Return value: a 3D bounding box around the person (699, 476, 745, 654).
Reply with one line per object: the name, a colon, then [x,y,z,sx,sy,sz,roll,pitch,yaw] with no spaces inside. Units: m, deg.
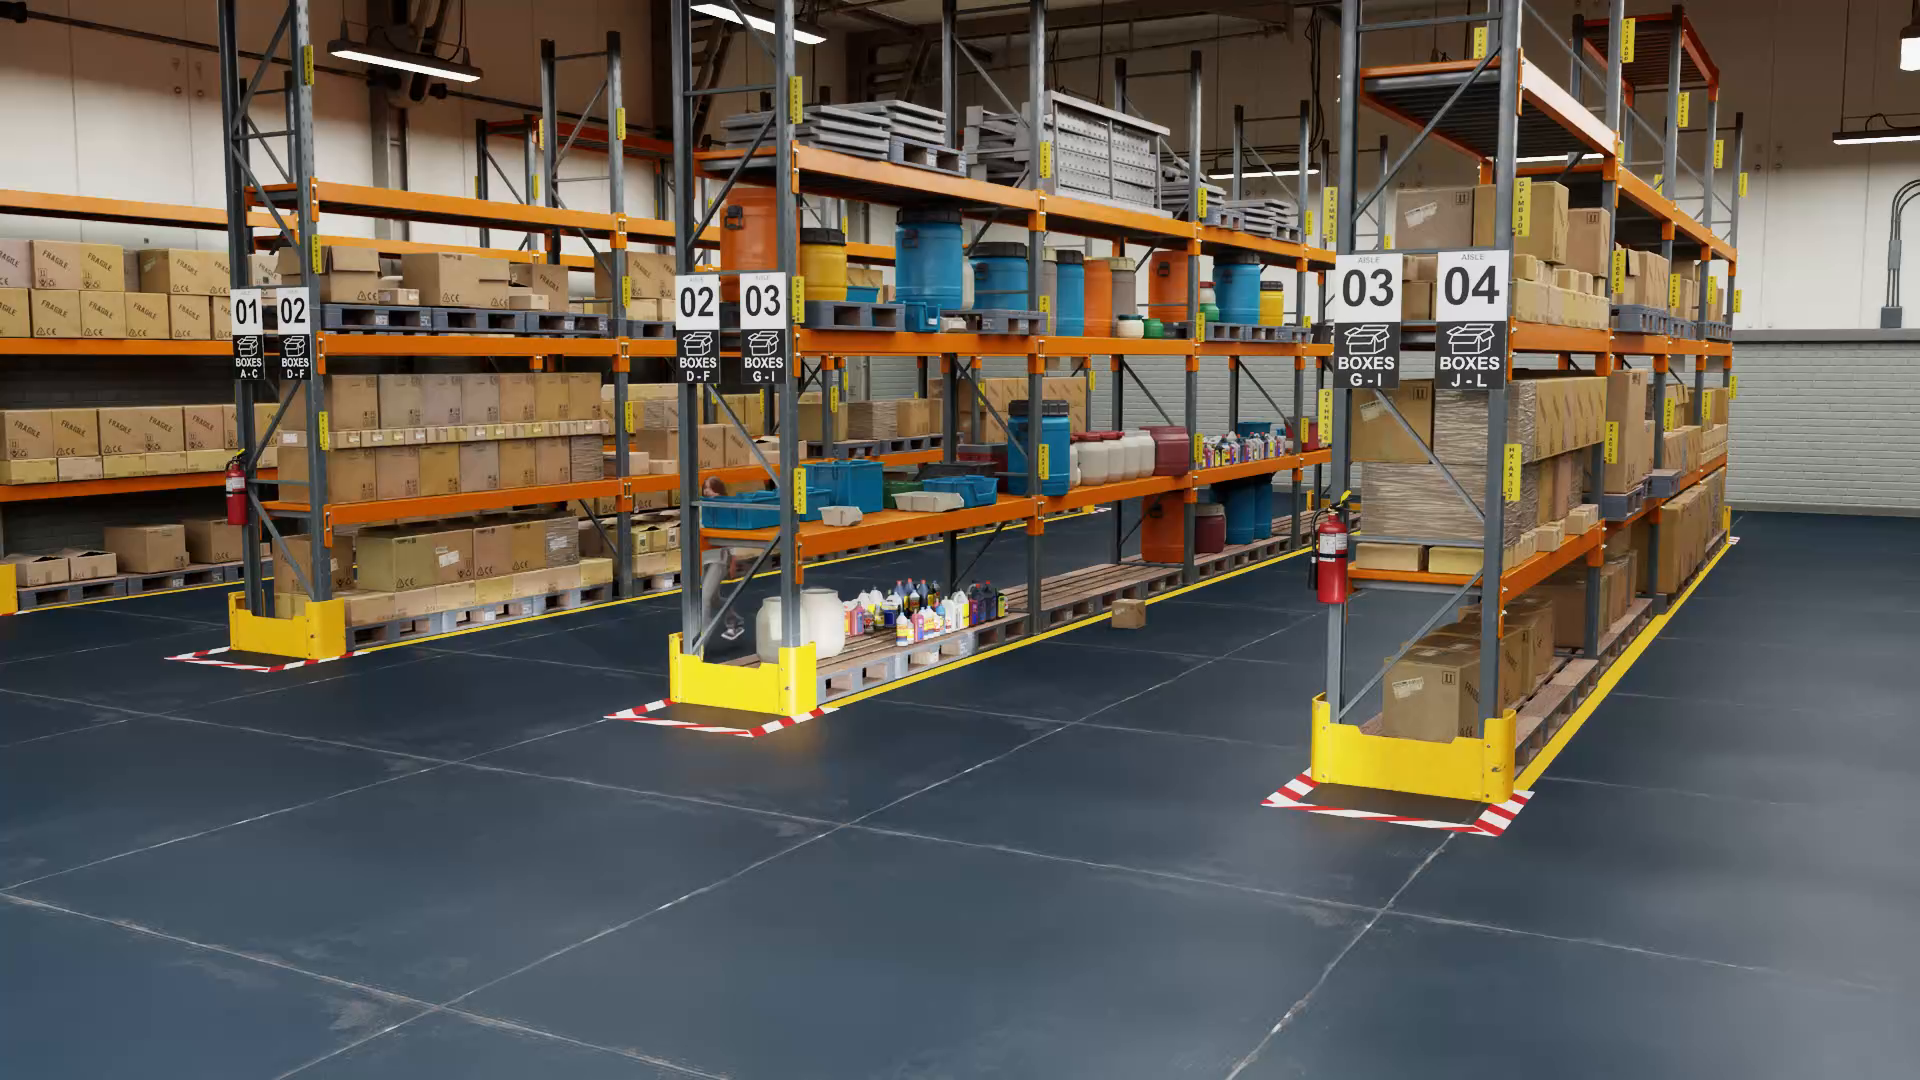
person: [-2.190,0.205,14.618,0.412,1.543,0.929,4,7,31]
